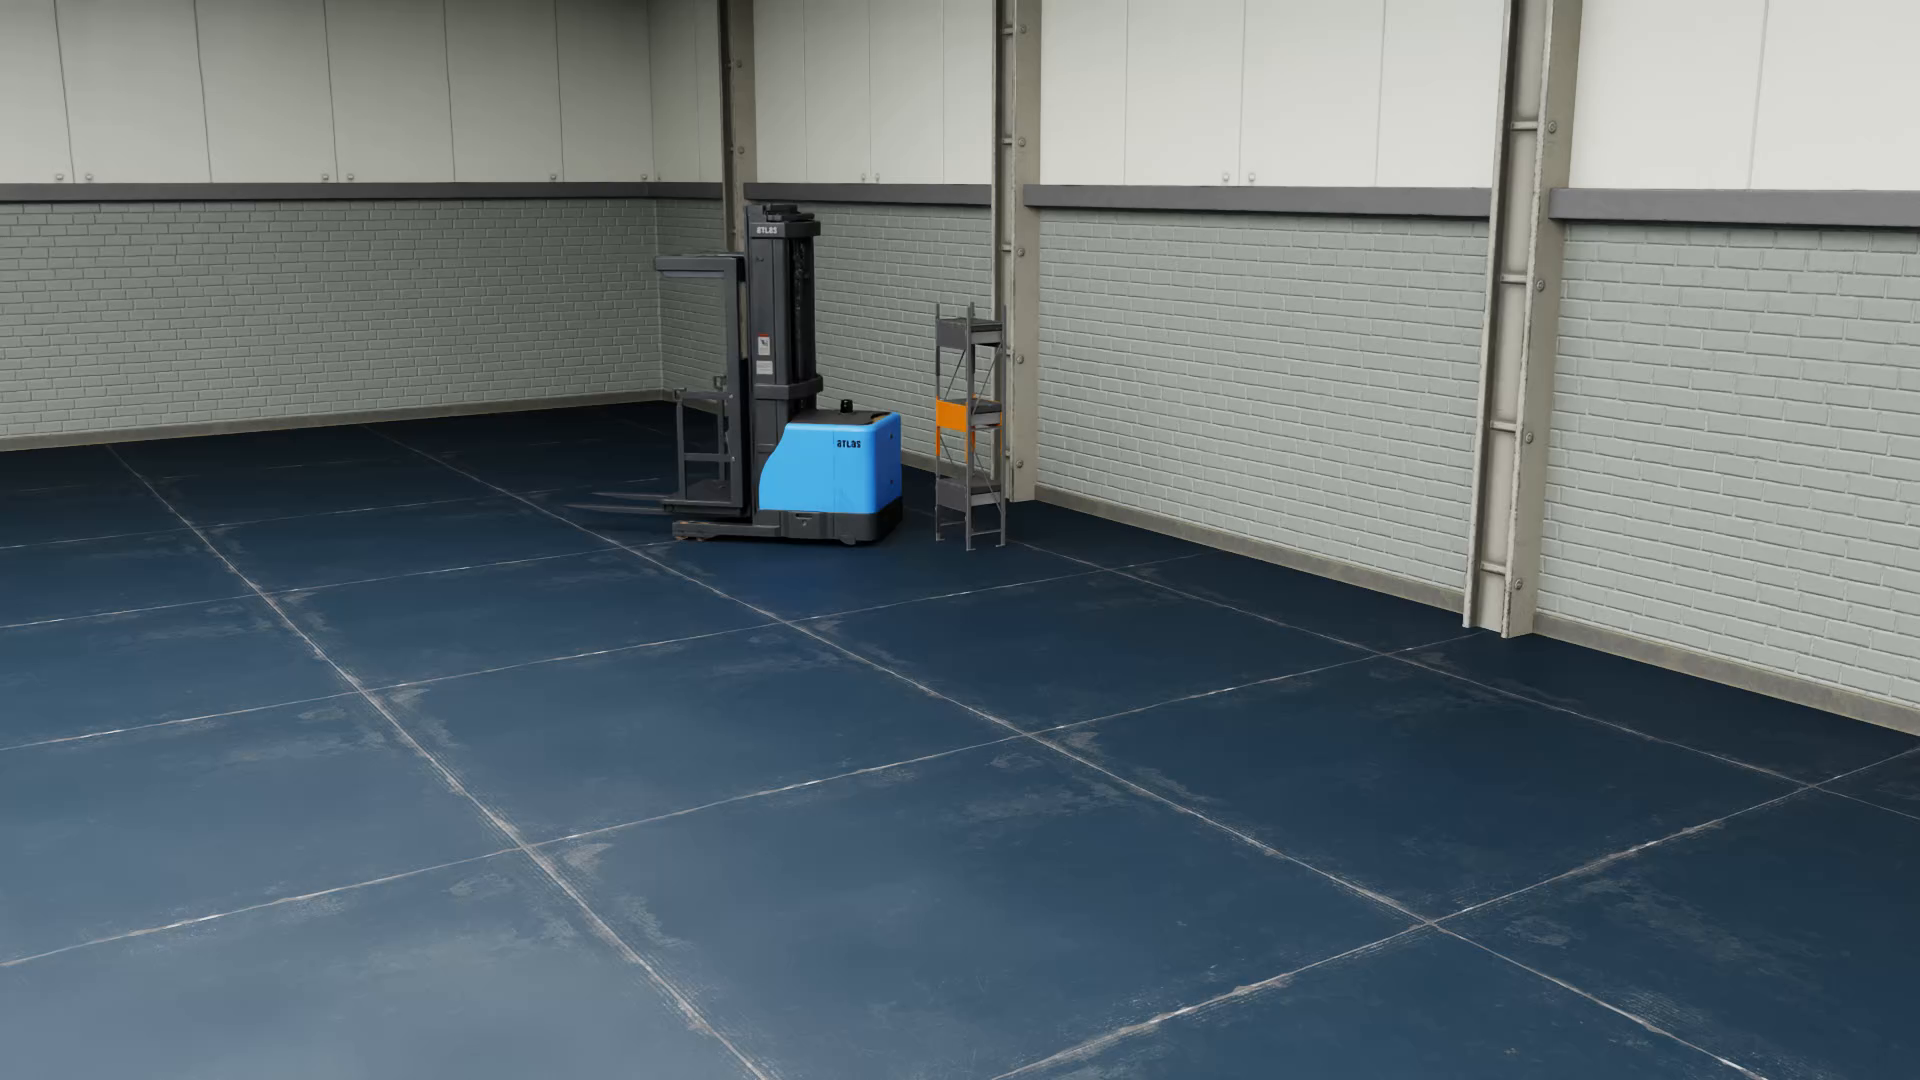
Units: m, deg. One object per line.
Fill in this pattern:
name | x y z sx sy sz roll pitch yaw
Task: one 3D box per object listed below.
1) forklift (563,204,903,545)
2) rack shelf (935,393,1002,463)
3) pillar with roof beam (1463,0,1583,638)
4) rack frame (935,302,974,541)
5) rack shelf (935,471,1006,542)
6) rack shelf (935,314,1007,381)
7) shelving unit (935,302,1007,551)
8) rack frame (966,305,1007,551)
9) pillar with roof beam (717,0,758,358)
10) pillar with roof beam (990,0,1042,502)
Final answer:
forklift | -2.098 -1.530 14.996 3.031 2.935 1.130 3 13 12
rack shelf | 0.092 -0.983 14.506 0.431 0.518 0.480 -8 15 -33
pillar with roof beam | 0.282 -3.248 8.650 9.100 9.000 0.400 -8 15 -33
rack frame | -0.043 -1.040 14.701 0.400 2.100 0.015 -8 15 -33
rack shelf | 0.092 -0.299 14.655 0.431 0.518 0.480 -8 15 -33
rack shelf | 0.092 -1.667 14.356 0.431 0.518 0.480 -8 15 -33
shelving unit | 0.092 -0.996 14.503 0.431 2.100 0.503 -8 15 -33
rack frame | 0.227 -0.953 14.304 0.400 2.100 0.015 -8 15 -33
pillar with roof beam | -6.367 -5.382 18.409 9.100 9.000 0.400 -8 15 -33
pillar with roof beam | -3.042 -4.315 13.529 9.100 9.000 0.400 -8 15 -33
